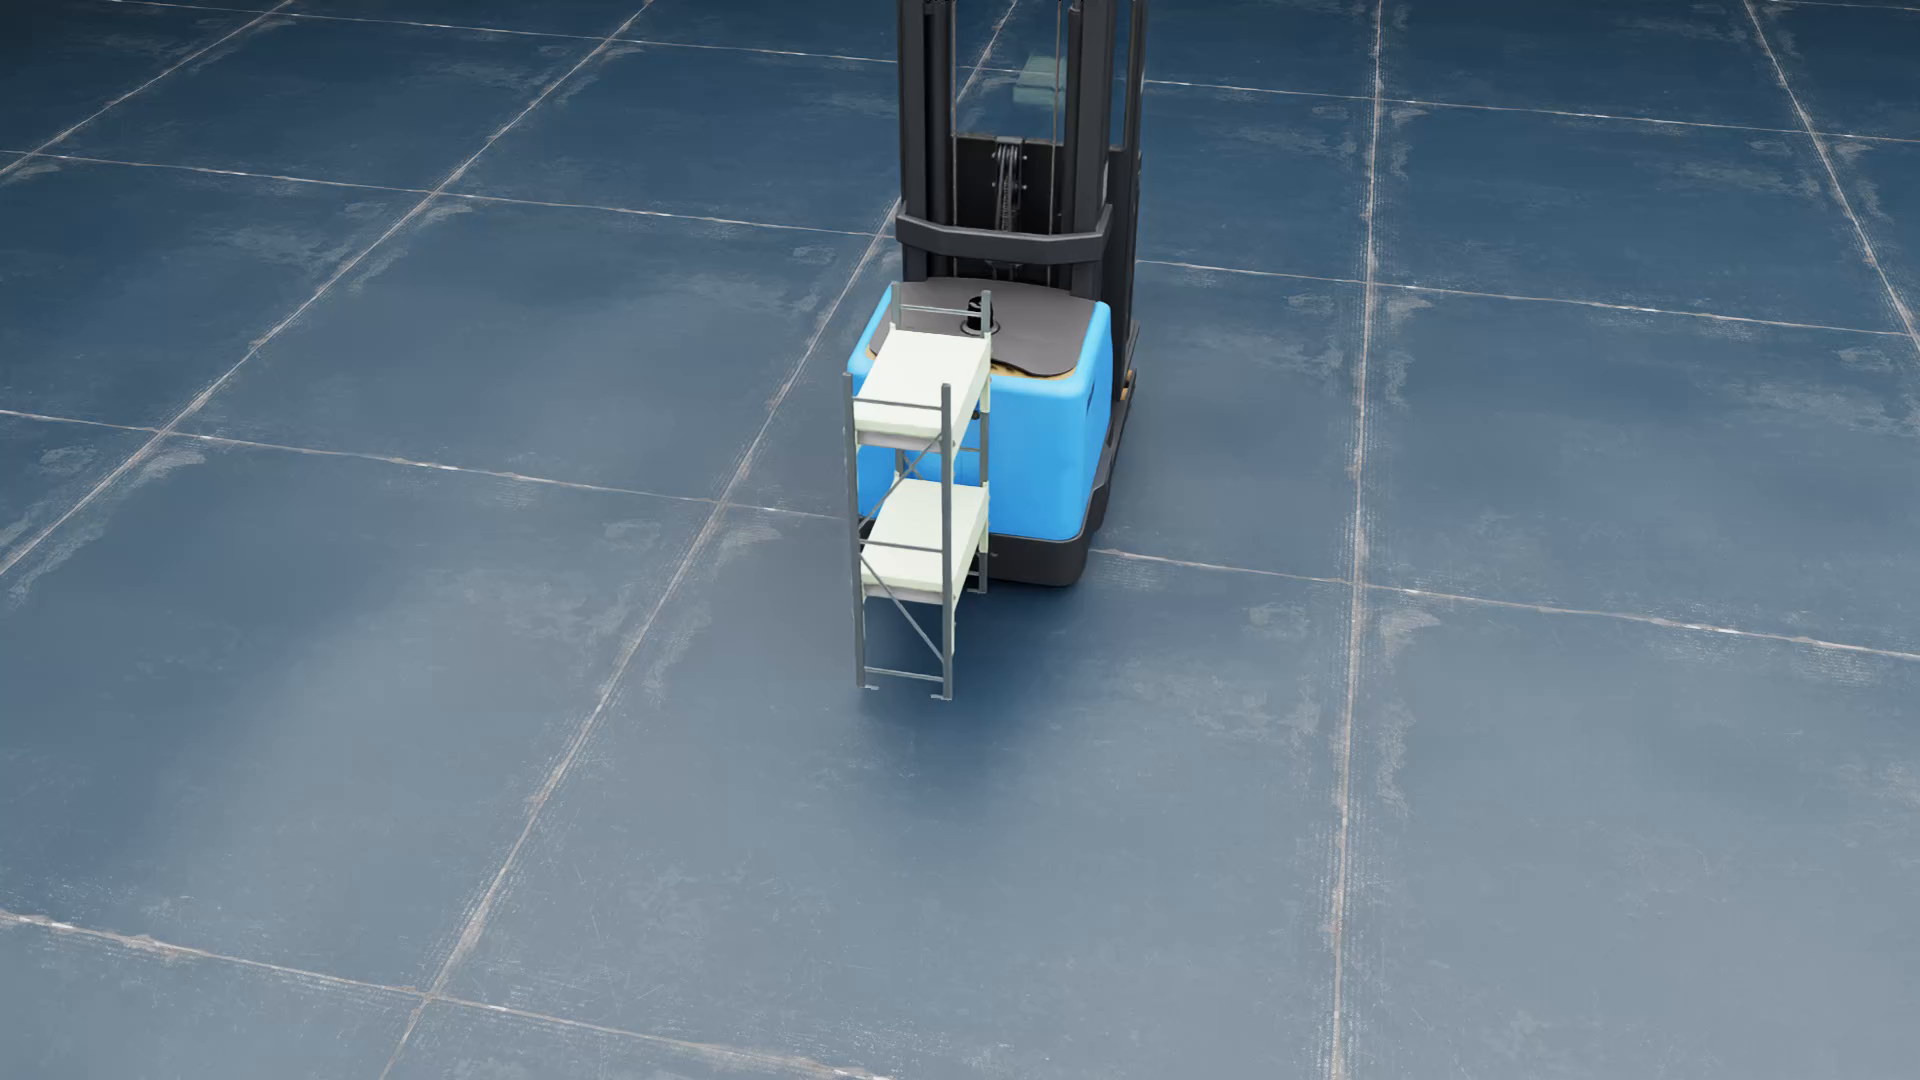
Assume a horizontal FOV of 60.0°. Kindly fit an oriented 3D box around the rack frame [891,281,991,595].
[{"bbox_3d":[-0.077,-0.393,7.014,0.400,1.500,0.023,7,37,10],"label":"rack frame"}]

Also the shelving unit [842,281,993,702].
[{"bbox_3d":[-0.153,-0.182,6.724,0.431,1.500,0.755,7,37,10],"label":"shelving unit"}]

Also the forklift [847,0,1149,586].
[{"bbox_3d":[0.317,-1.845,7.798,1.130,2.935,3.031,7,37,10],"label":"forklift"}]

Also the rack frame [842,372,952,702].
[{"bbox_3d":[-0.229,0.028,6.434,0.400,1.500,0.023,7,37,10],"label":"rack frame"}]

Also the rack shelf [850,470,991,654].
[{"bbox_3d":[-0.153,0.082,6.915,0.431,0.370,0.720,7,37,10],"label":"rack shelf"}]

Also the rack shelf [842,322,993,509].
[{"bbox_3d":[-0.153,-0.498,6.495,0.431,0.370,0.720,7,37,10],"label":"rack shelf"}]
